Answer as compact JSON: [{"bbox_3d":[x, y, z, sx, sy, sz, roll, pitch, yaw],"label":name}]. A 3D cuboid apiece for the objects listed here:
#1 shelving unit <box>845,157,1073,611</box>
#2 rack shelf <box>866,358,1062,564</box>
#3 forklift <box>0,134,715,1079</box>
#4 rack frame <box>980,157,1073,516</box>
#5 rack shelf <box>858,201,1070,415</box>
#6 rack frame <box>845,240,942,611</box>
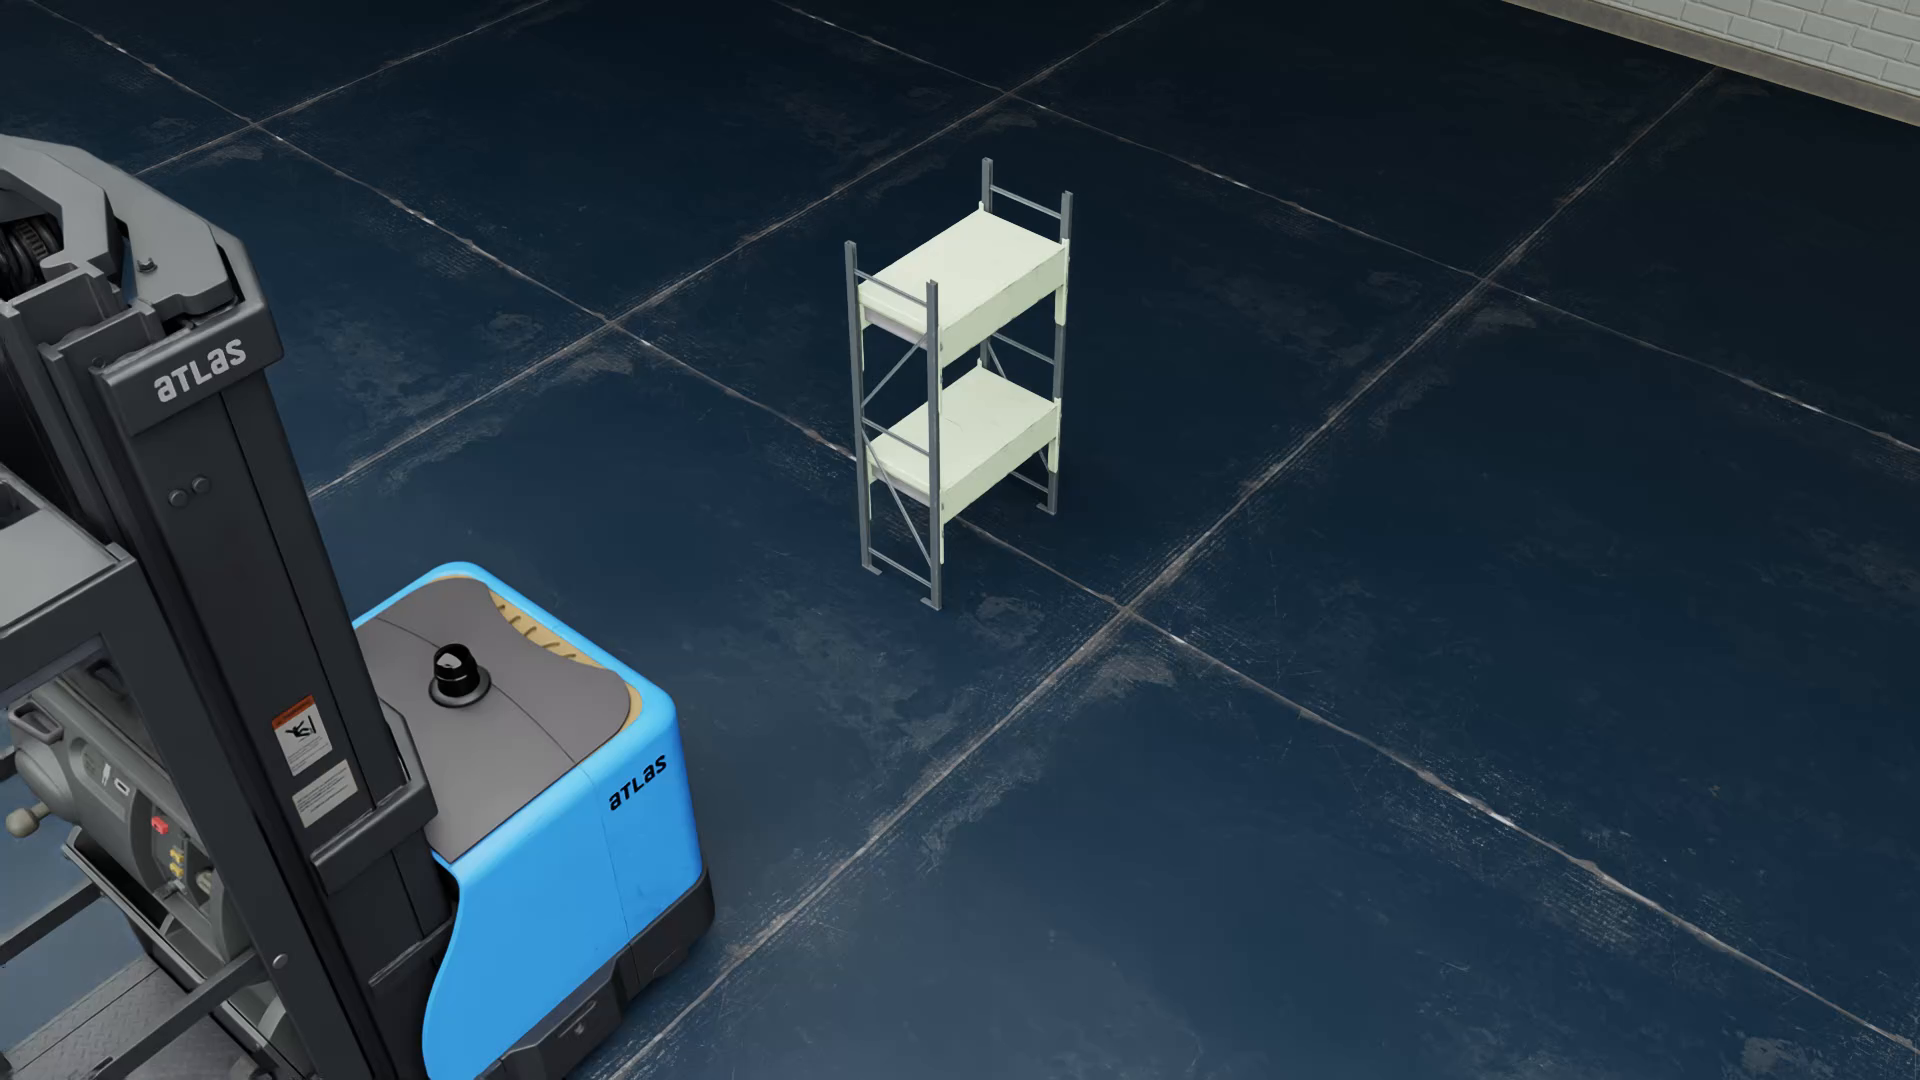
[{"bbox_3d":[0.004,-0.558,6.249,0.431,1.500,0.755,29,50,28],"label":"shelving unit"},{"bbox_3d":[0.004,-0.317,6.469,0.431,0.370,0.720,29,50,28],"label":"rack shelf"},{"bbox_3d":[-2.105,0.724,3.776,1.130,2.935,3.031,29,50,28],"label":"forklift"},{"bbox_3d":[0.240,-0.747,6.457,0.400,1.500,0.023,29,50,28],"label":"rack frame"},{"bbox_3d":[0.004,-0.847,5.987,0.431,0.370,0.720,29,50,28],"label":"rack shelf"},{"bbox_3d":[-0.231,-0.370,6.042,0.400,1.500,0.023,29,50,28],"label":"rack frame"}]
